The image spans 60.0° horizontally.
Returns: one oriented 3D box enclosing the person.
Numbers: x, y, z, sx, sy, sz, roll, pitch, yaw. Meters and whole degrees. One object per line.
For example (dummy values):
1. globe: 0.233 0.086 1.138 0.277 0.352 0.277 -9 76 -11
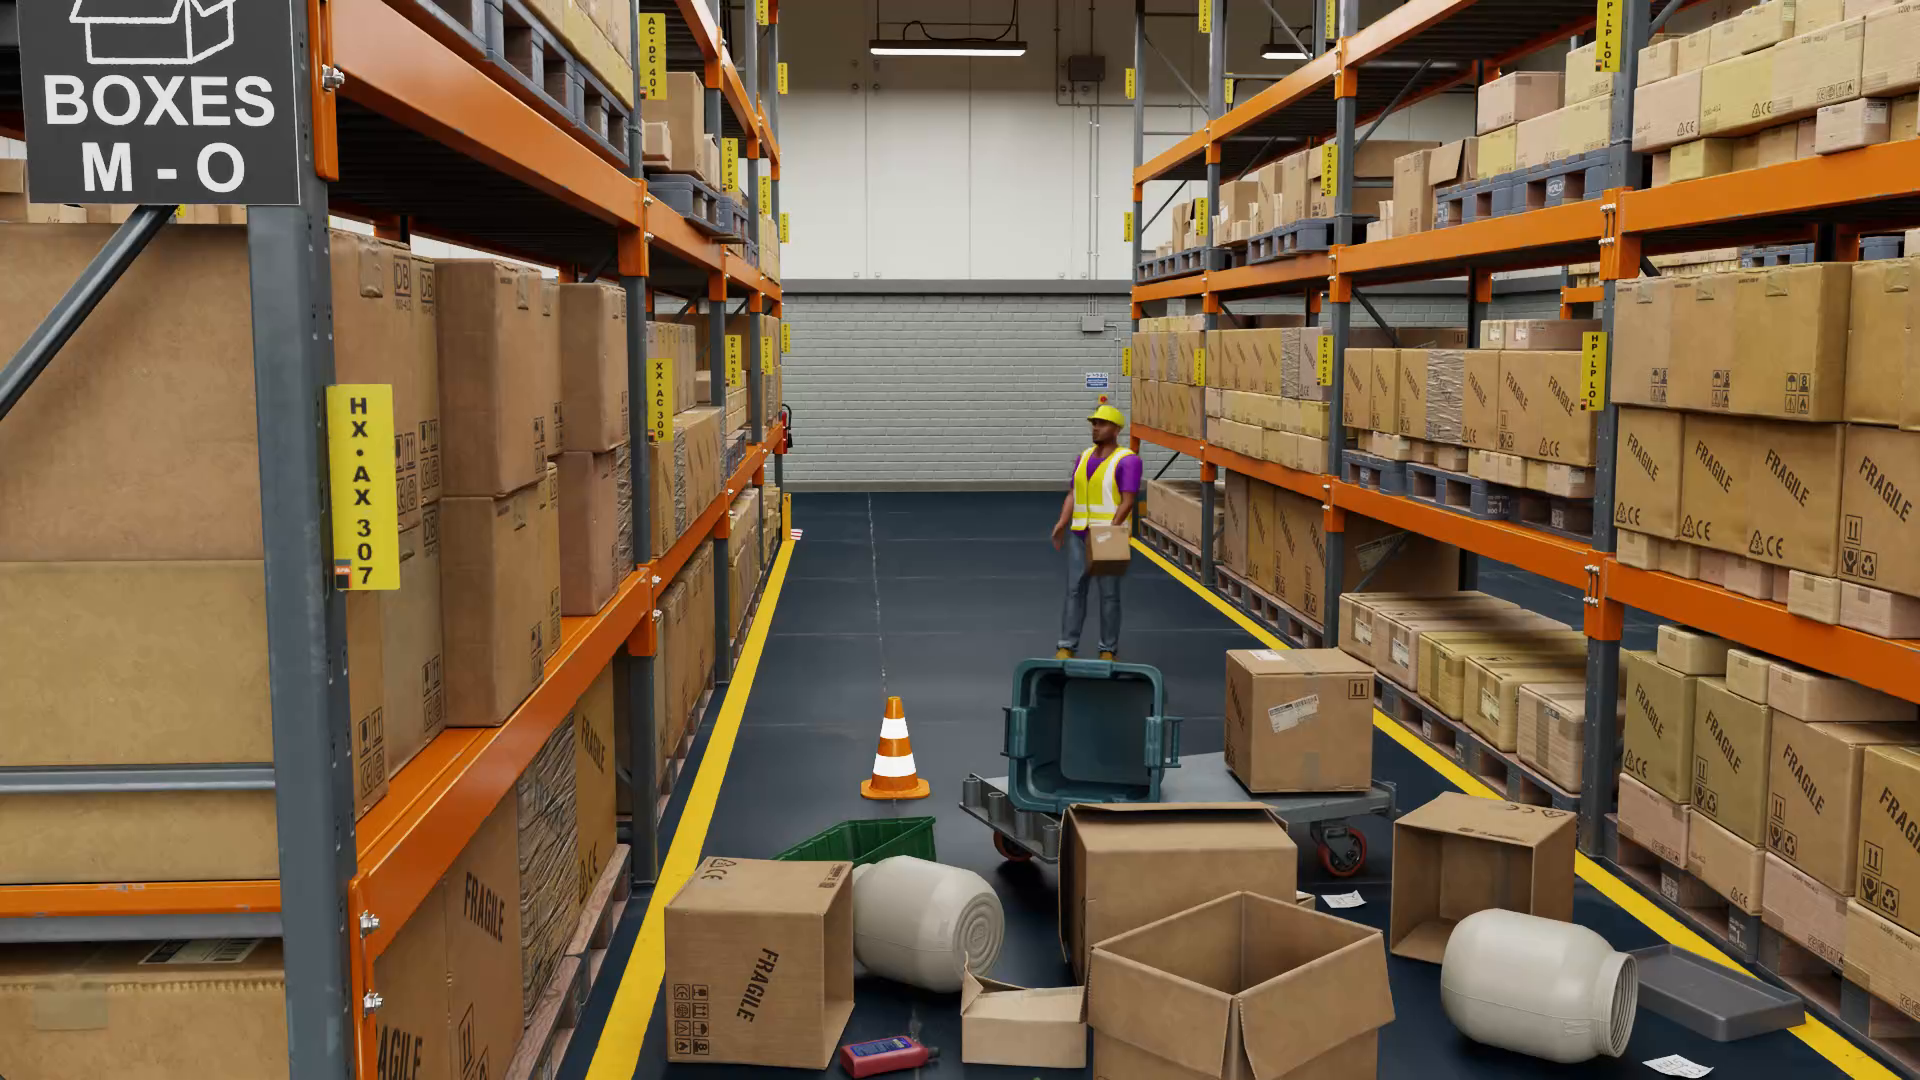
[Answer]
1. person: 0.923 -0.021 11.252 0.553 1.771 0.550 6 9 40
